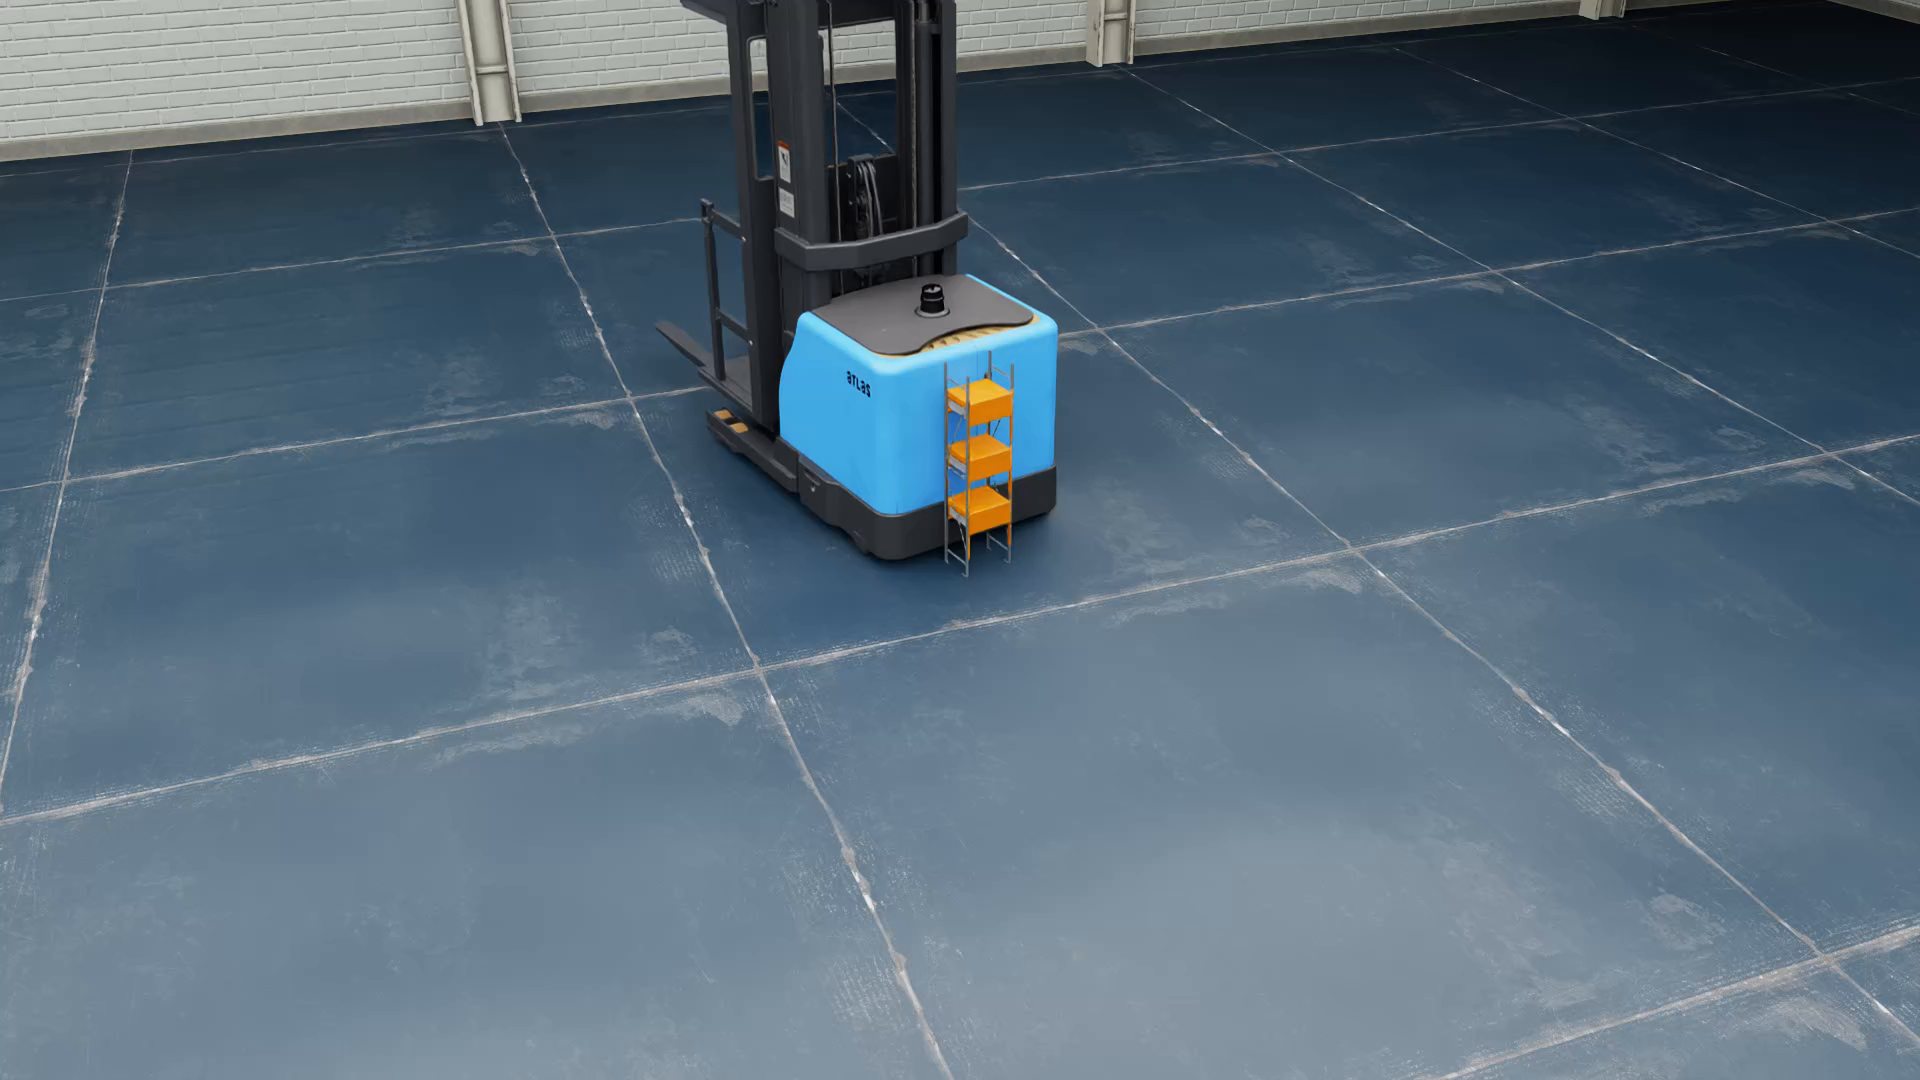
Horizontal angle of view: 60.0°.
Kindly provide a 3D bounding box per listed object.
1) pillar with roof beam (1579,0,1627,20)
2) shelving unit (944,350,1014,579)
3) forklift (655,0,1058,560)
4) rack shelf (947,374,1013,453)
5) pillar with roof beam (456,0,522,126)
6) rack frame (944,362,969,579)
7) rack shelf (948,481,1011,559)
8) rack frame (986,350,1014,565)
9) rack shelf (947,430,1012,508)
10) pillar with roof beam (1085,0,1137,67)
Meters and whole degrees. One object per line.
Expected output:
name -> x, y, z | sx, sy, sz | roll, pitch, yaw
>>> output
pillar with roof beam -> 8.618, -7.743, 12.750 | 0.400, 9.000, 9.100 | -10, 31, -18
shelving unit -> 0.086, -0.346, 7.796 | 0.252, 1.050, 0.215 | -18, 34, -29
forklift -> -0.746, -1.863, 8.559 | 1.130, 2.935, 3.031 | -18, 34, -29
rack shelf -> 0.086, -0.583, 7.661 | 0.240, 0.259, 0.215 | -18, 34, -29
pillar with roof beam -> -2.629, -5.672, 9.115 | 0.400, 9.000, 9.100 | -10, 31, -18
rack frame -> -0.016, -0.313, 7.738 | 0.008, 1.050, 0.200 | -18, 34, -29
rack shelf -> 0.086, -0.095, 7.939 | 0.240, 0.259, 0.215 | -18, 34, -29
rack frame -> 0.188, -0.379, 7.855 | 0.008, 1.050, 0.200 | -18, 34, -29
rack shelf -> 0.086, -0.337, 7.802 | 0.240, 0.259, 0.215 | -18, 34, -29
pillar with roof beam -> 2.994, -6.707, 10.933 | 0.400, 9.000, 9.100 | -10, 31, -18
